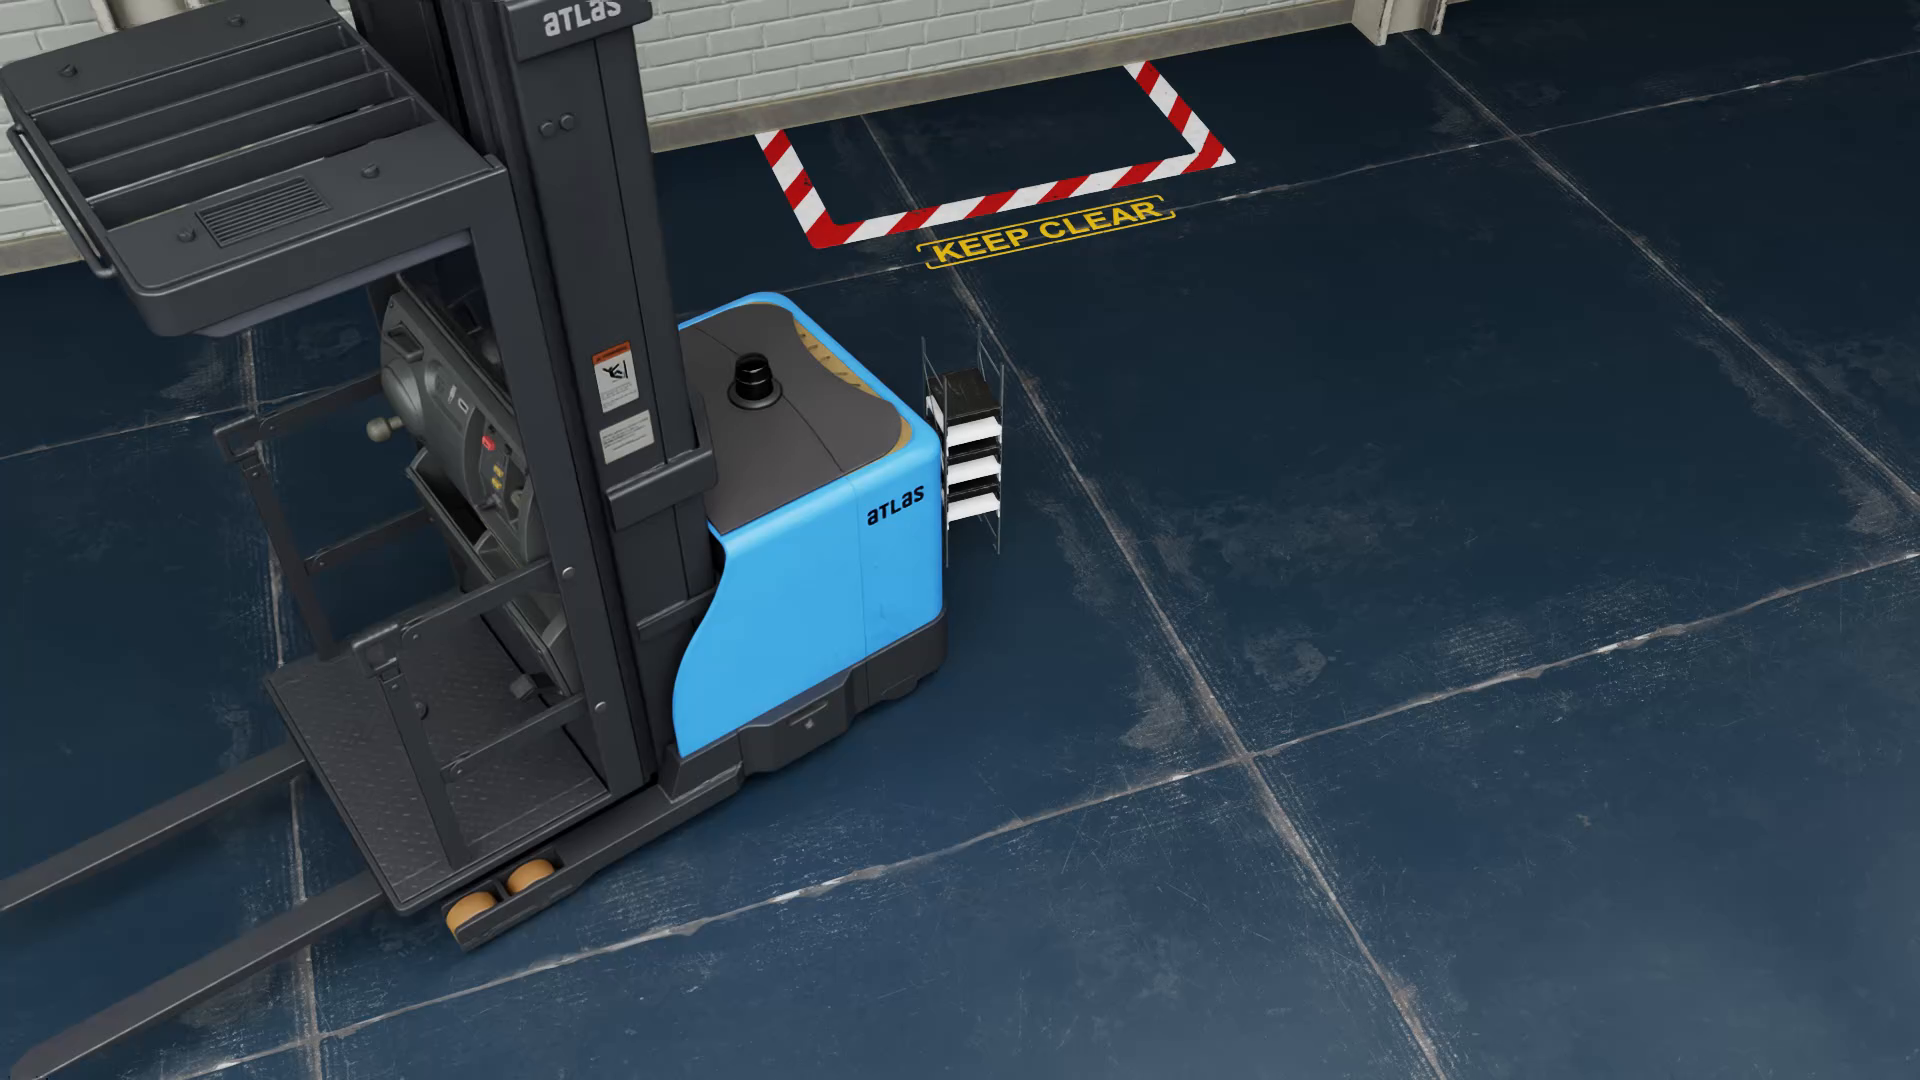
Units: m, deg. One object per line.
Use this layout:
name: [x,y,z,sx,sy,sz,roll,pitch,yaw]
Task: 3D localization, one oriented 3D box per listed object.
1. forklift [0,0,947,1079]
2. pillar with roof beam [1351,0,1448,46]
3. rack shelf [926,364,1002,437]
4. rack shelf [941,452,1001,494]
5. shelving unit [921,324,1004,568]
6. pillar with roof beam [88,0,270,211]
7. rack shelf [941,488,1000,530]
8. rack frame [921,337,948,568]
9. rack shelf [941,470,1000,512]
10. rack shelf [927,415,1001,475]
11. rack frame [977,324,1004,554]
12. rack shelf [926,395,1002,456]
forklift: [-1.528,-0.239,4.418,3.031,2.935,1.130,-28,51,-25]
pillar with roof beam: [3.821,-3.098,2.984,0.400,9.000,9.100,-14,47,-14]
rack shelf: [0.008,-0.487,5.766,0.200,0.077,0.258,-14,47,-14]
rack shelf: [0.008,-0.296,5.957,0.200,0.077,0.258,-14,47,-14]
shelving unit: [0.008,-0.320,5.933,0.210,0.900,0.258,-14,47,-14]
pillar with roof beam: [-1.822,-1.655,1.546,0.400,9.000,9.100,-14,47,-14]
rack shelf: [0.008,-0.169,6.084,0.200,0.077,0.258,-14,47,-14]
rack frame: [-0.088,-0.295,5.909,0.006,0.900,0.240,-14,47,-14]
rack shelf: [0.008,-0.233,6.021,0.200,0.077,0.258,-14,47,-14]
rack shelf: [0.008,-0.360,5.893,0.200,0.077,0.258,-14,47,-14]
rack frame: [0.103,-0.344,5.958,0.006,0.900,0.240,-14,47,-14]
rack shelf: [0.008,-0.423,5.829,0.200,0.077,0.258,-14,47,-14]
